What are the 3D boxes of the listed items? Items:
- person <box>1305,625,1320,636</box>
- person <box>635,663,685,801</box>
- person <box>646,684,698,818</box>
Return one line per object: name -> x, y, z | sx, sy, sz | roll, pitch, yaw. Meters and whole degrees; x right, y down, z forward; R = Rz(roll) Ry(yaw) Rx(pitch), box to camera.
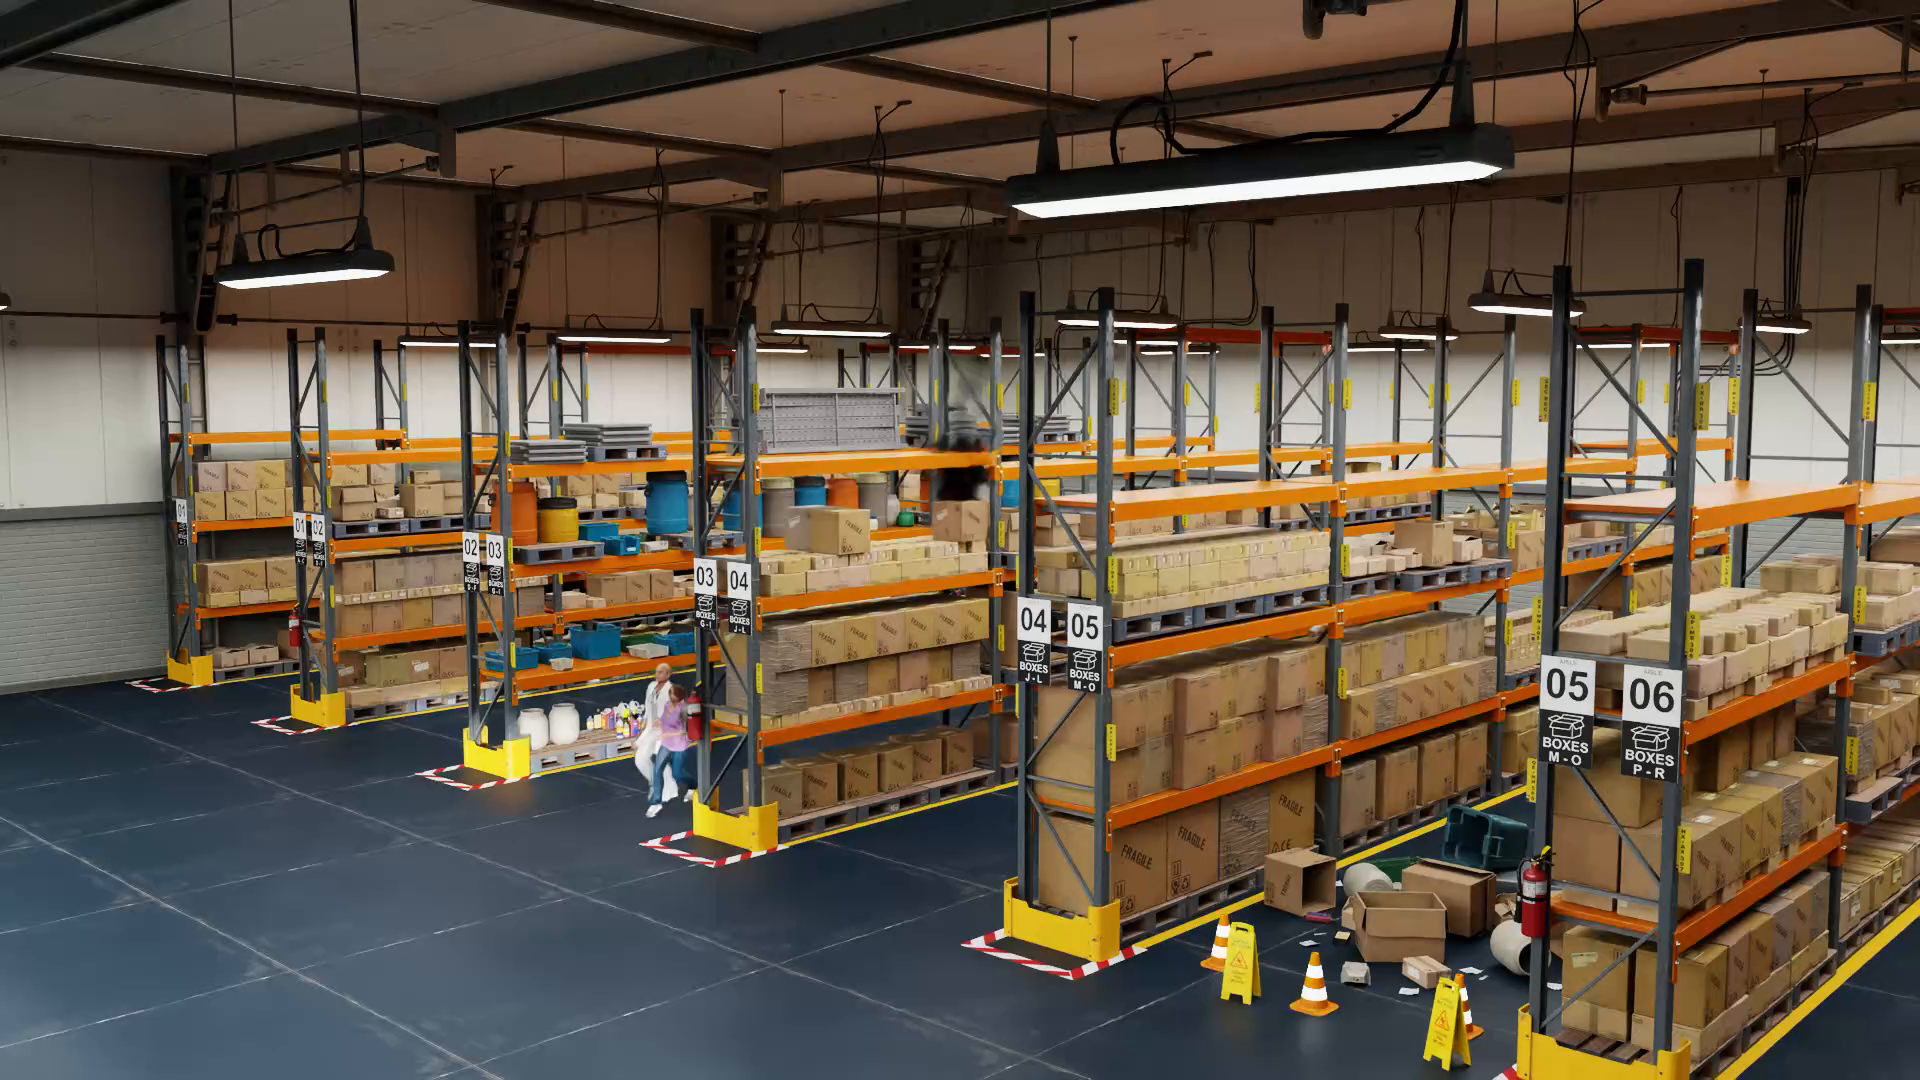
person -> 5.186, 2.050, 24.471 | 0.590, 1.629, 0.593 | 5, 7, 43
person -> -3.695, 2.379, 20.394 | 0.686, 1.753, 0.683 | 3, 6, 27
person -> -3.394, 2.508, 20.028 | 0.567, 1.606, 0.823 | 4, 7, 36
